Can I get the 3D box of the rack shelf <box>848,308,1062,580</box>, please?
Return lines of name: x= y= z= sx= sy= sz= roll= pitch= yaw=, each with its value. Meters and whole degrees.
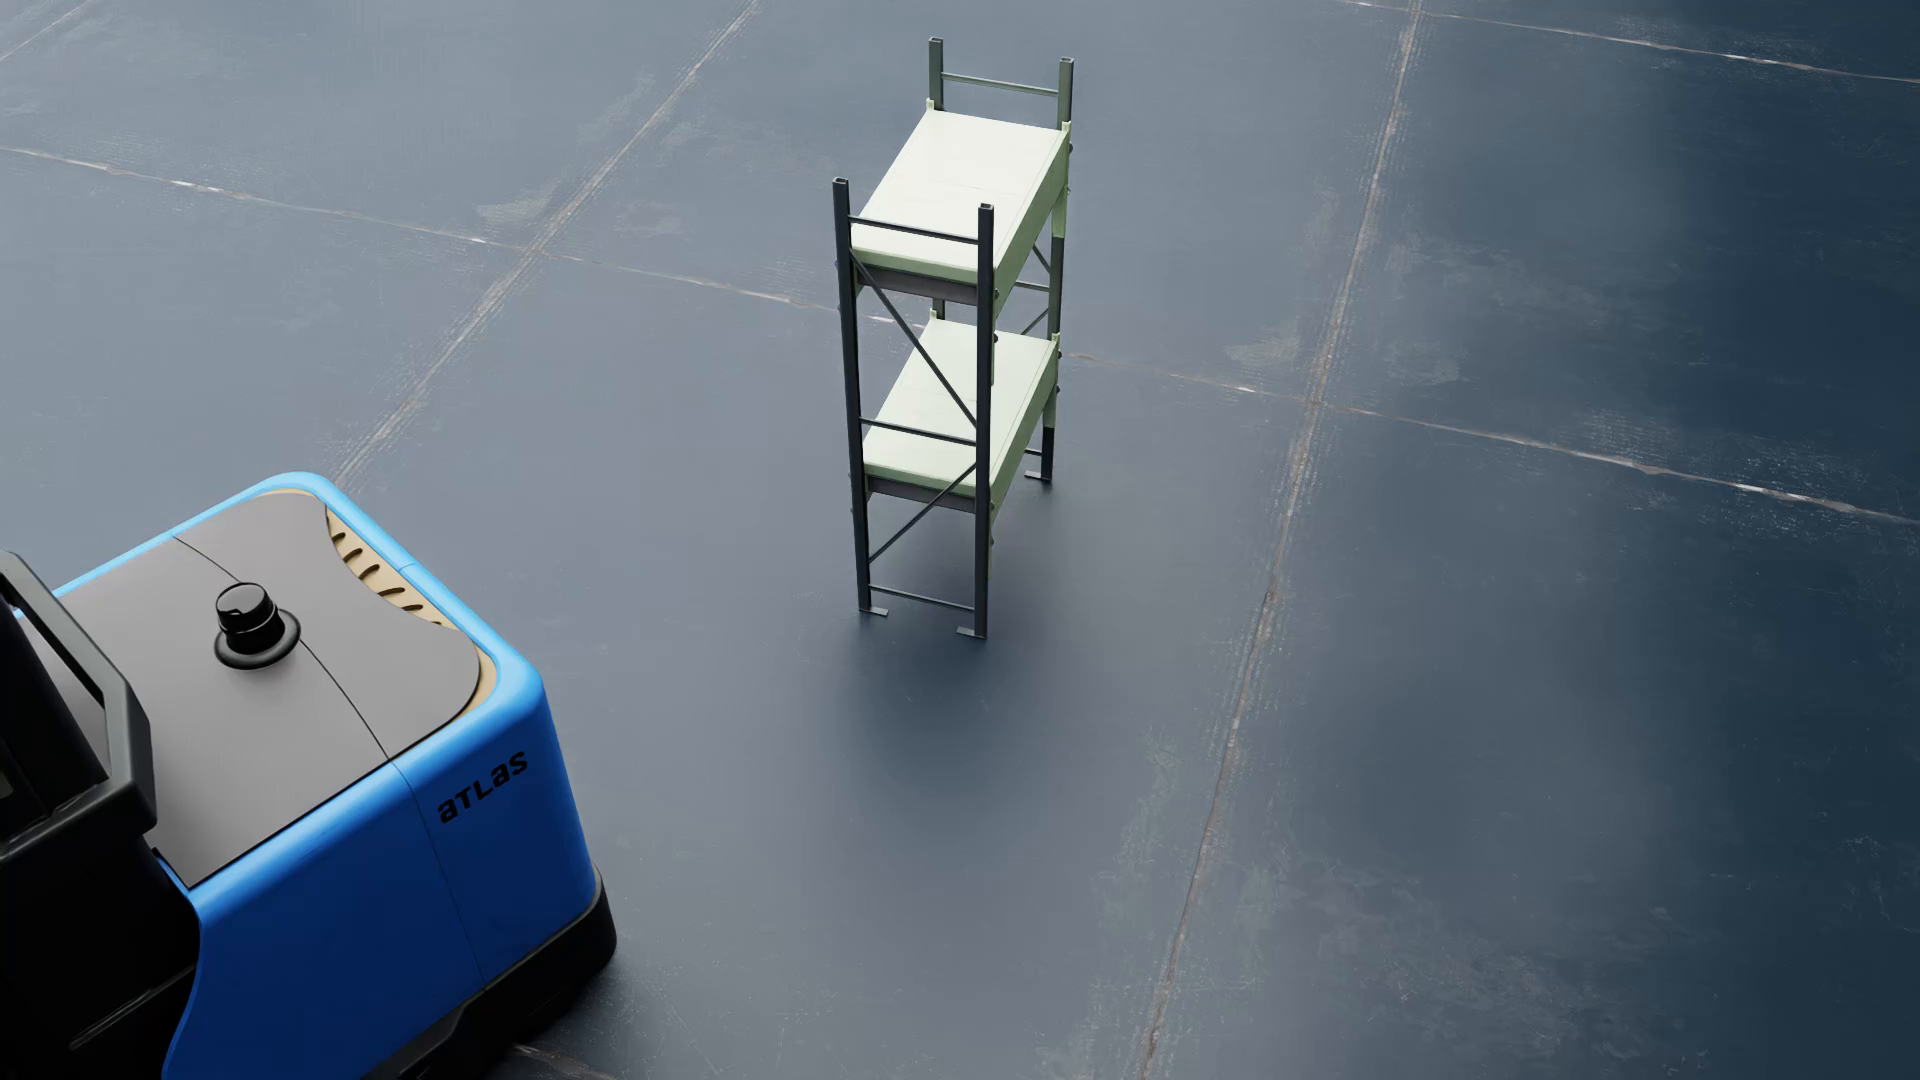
rack shelf: x=-0.002 y=-0.299 z=4.949 sx=0.431 sy=0.370 sz=0.720 roll=13 pitch=46 yaw=12

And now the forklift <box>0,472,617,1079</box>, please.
forklift: x=-2.245 y=0.504 z=2.640 sx=1.130 sy=2.935 sz=3.031 roll=35 pitch=54 yaw=30

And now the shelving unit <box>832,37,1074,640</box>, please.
shelving unit: x=-0.002 y=-0.532 z=4.721 sx=0.431 sy=1.500 sz=0.755 roll=13 pitch=46 yaw=12

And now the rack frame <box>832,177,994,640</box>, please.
rack frame: x=-0.113 y=-0.288 z=4.472 sx=0.400 sy=1.500 sz=0.023 roll=13 pitch=46 yaw=12

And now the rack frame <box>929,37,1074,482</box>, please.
rack frame: x=0.109 y=-0.776 z=4.970 sx=0.400 sy=1.500 sz=0.023 roll=13 pitch=46 yaw=12

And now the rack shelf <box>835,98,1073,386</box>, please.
rack shelf: x=-0.002 y=-0.811 z=4.448 sx=0.431 sy=0.370 sz=0.720 roll=13 pitch=46 yaw=12
